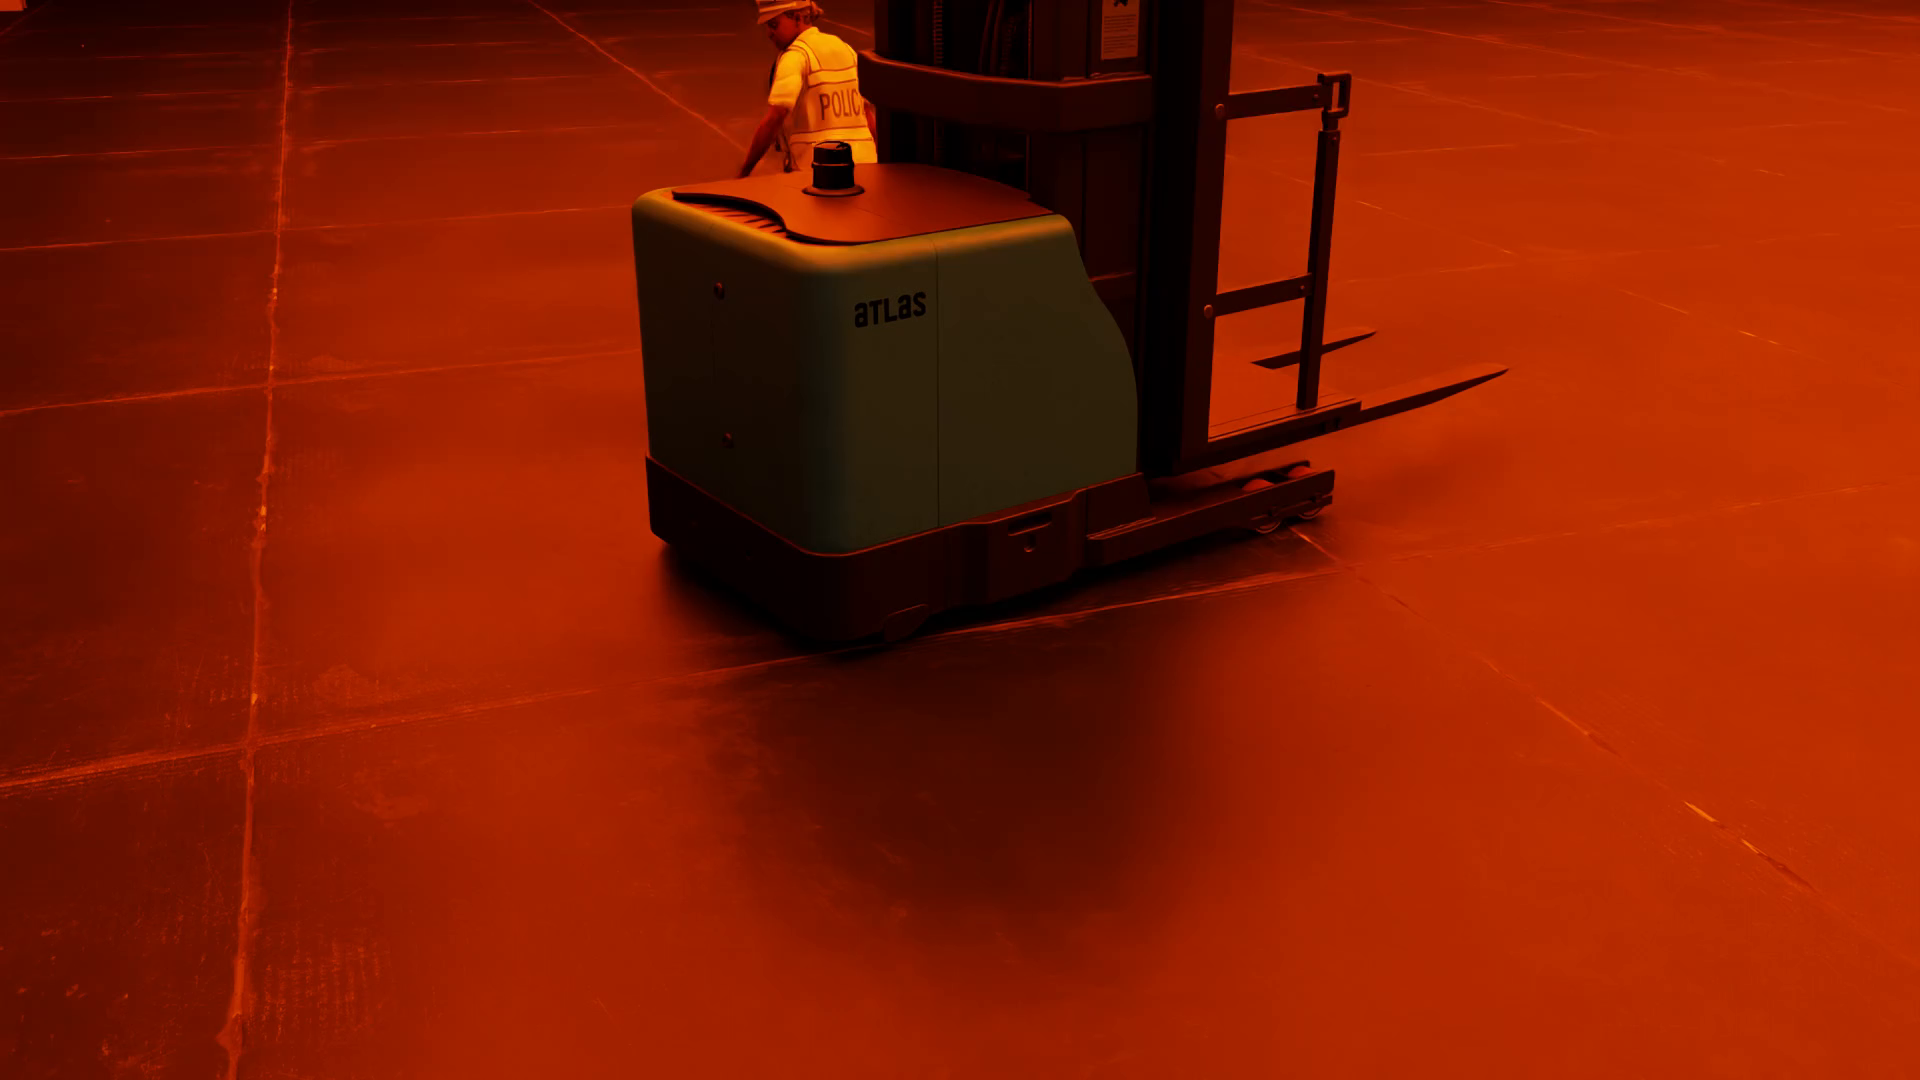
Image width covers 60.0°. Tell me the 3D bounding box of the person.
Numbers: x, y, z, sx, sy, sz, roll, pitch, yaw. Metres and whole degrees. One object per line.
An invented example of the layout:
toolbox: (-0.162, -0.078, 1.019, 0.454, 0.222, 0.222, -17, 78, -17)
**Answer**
person: (-0.517, -1.500, 6.799, 0.833, 1.477, 0.573, -18, 29, -37)

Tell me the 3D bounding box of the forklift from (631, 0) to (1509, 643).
forklift: (0.560, -1.519, 4.912, 3.031, 2.935, 1.130, -16, 28, -33)
